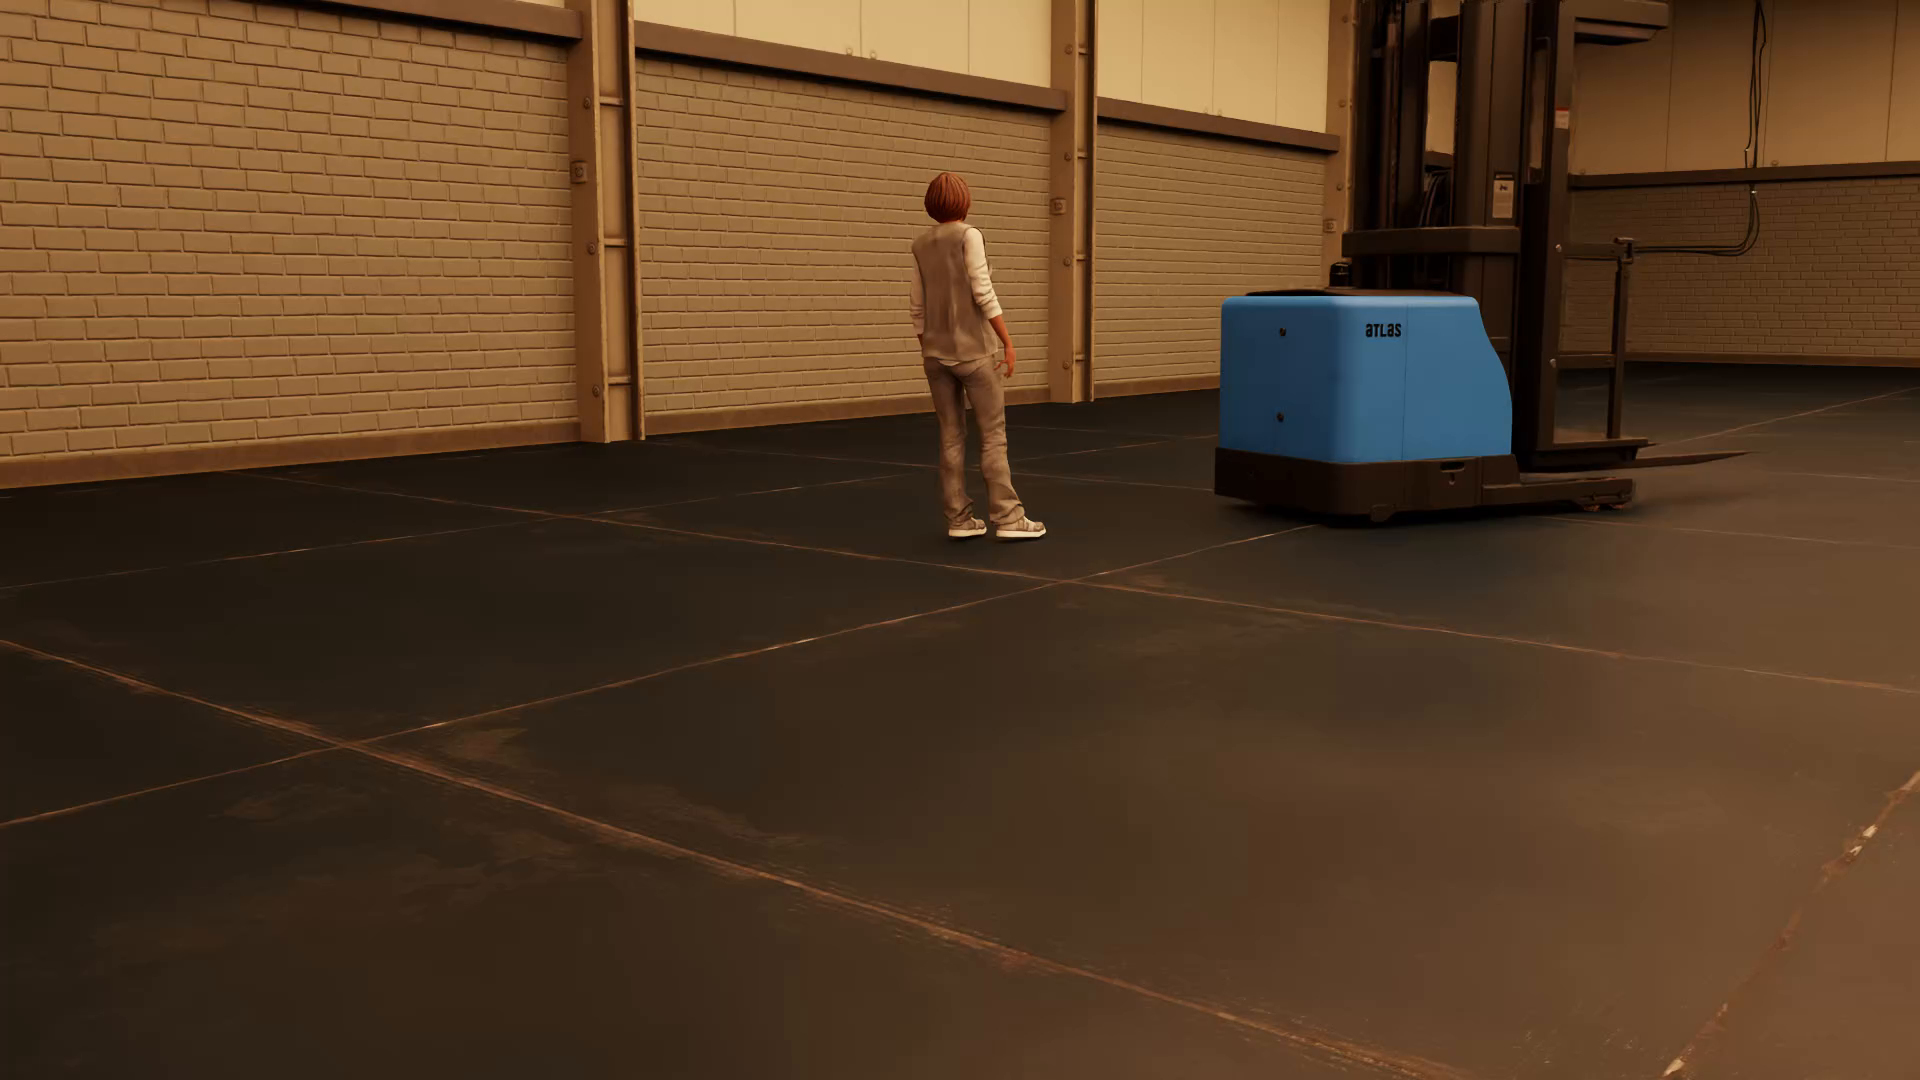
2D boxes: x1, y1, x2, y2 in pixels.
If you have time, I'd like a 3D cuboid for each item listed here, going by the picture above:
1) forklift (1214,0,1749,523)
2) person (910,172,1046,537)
[{"bbox_3d":[2.854,-1.655,8.595,3.031,2.935,1.130,-4,9,-27],"label":"forklift"},{"bbox_3d":[0.057,-0.805,7.336,0.520,1.597,0.475,7,11,38],"label":"person"}]
